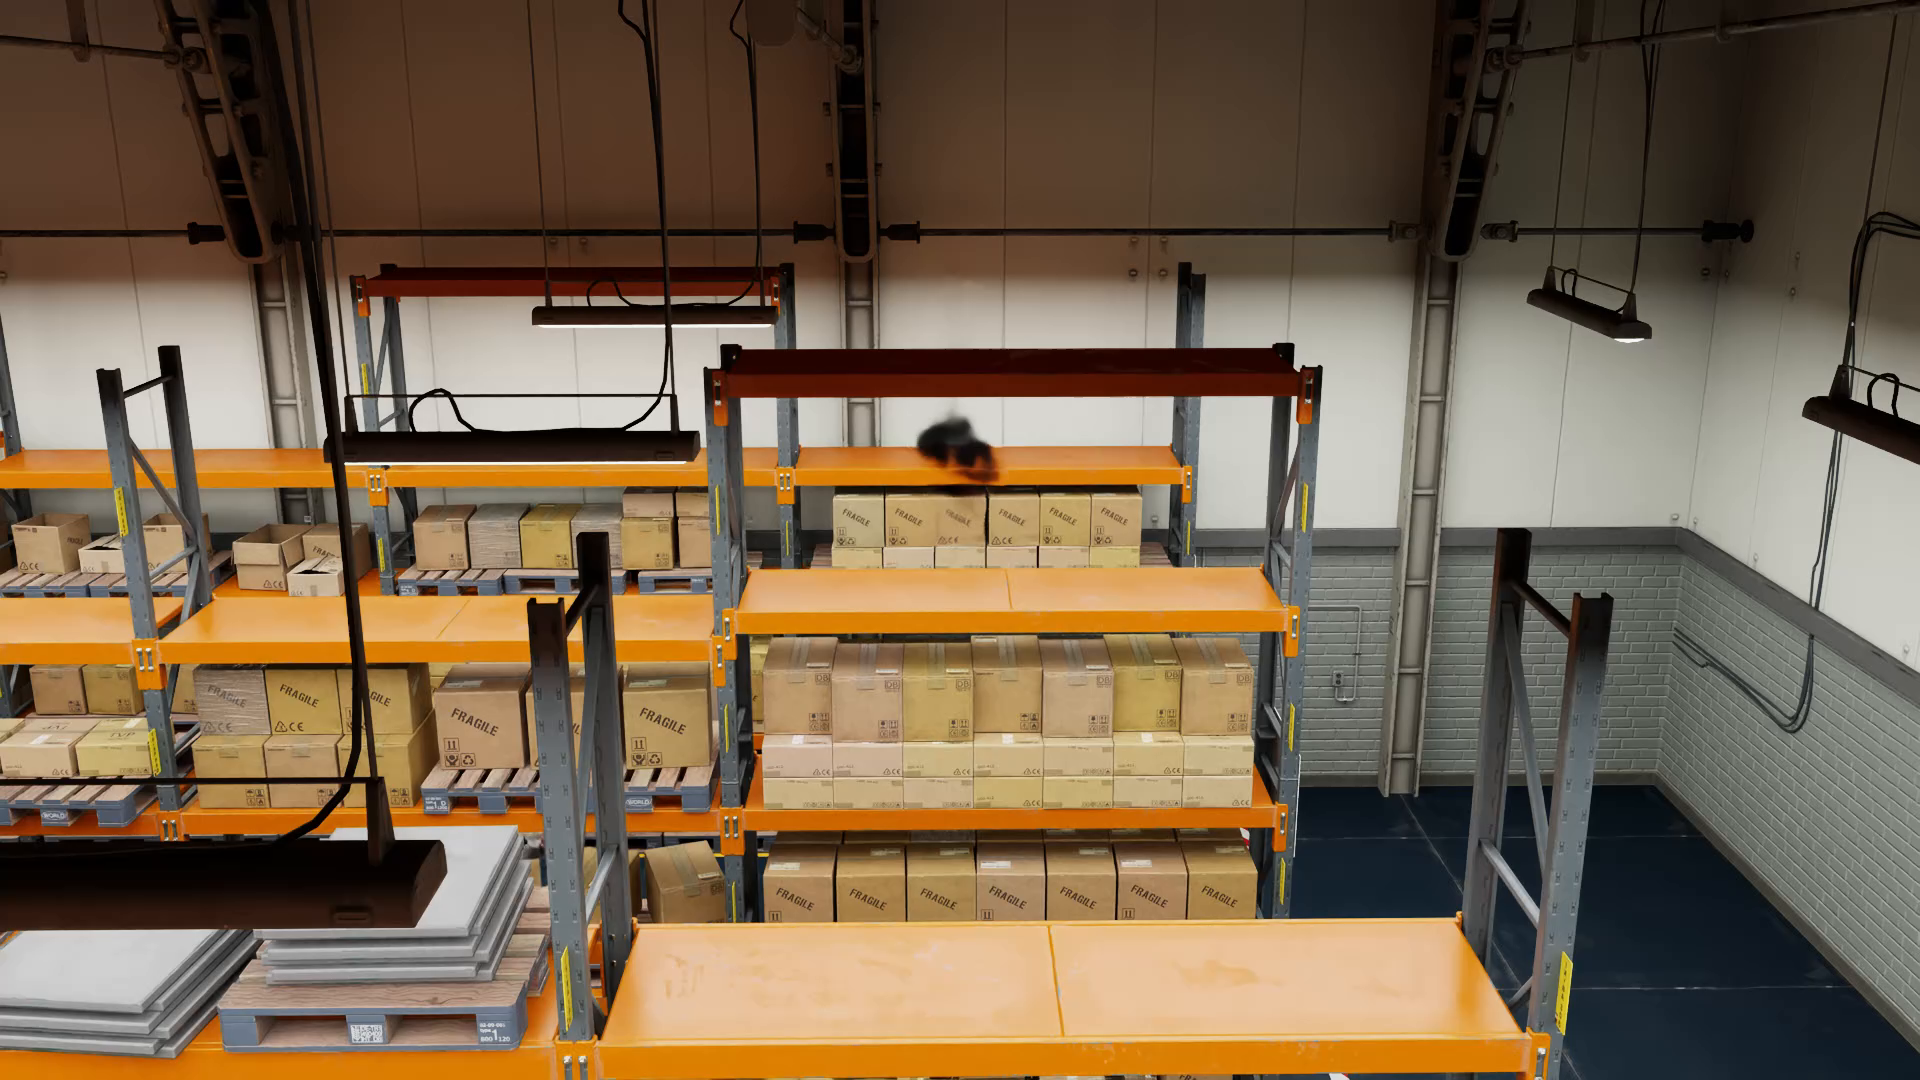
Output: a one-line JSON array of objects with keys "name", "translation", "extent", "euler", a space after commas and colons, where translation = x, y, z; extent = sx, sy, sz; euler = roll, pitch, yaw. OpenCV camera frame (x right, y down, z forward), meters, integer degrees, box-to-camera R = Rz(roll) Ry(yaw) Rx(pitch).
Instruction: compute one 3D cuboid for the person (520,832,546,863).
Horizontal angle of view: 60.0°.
[{"name": "person", "translation": [-3.812, 2.815, 15.456], "extent": [1.006, 1.781, 0.694], "euler": [-1, 16, -4]}]
